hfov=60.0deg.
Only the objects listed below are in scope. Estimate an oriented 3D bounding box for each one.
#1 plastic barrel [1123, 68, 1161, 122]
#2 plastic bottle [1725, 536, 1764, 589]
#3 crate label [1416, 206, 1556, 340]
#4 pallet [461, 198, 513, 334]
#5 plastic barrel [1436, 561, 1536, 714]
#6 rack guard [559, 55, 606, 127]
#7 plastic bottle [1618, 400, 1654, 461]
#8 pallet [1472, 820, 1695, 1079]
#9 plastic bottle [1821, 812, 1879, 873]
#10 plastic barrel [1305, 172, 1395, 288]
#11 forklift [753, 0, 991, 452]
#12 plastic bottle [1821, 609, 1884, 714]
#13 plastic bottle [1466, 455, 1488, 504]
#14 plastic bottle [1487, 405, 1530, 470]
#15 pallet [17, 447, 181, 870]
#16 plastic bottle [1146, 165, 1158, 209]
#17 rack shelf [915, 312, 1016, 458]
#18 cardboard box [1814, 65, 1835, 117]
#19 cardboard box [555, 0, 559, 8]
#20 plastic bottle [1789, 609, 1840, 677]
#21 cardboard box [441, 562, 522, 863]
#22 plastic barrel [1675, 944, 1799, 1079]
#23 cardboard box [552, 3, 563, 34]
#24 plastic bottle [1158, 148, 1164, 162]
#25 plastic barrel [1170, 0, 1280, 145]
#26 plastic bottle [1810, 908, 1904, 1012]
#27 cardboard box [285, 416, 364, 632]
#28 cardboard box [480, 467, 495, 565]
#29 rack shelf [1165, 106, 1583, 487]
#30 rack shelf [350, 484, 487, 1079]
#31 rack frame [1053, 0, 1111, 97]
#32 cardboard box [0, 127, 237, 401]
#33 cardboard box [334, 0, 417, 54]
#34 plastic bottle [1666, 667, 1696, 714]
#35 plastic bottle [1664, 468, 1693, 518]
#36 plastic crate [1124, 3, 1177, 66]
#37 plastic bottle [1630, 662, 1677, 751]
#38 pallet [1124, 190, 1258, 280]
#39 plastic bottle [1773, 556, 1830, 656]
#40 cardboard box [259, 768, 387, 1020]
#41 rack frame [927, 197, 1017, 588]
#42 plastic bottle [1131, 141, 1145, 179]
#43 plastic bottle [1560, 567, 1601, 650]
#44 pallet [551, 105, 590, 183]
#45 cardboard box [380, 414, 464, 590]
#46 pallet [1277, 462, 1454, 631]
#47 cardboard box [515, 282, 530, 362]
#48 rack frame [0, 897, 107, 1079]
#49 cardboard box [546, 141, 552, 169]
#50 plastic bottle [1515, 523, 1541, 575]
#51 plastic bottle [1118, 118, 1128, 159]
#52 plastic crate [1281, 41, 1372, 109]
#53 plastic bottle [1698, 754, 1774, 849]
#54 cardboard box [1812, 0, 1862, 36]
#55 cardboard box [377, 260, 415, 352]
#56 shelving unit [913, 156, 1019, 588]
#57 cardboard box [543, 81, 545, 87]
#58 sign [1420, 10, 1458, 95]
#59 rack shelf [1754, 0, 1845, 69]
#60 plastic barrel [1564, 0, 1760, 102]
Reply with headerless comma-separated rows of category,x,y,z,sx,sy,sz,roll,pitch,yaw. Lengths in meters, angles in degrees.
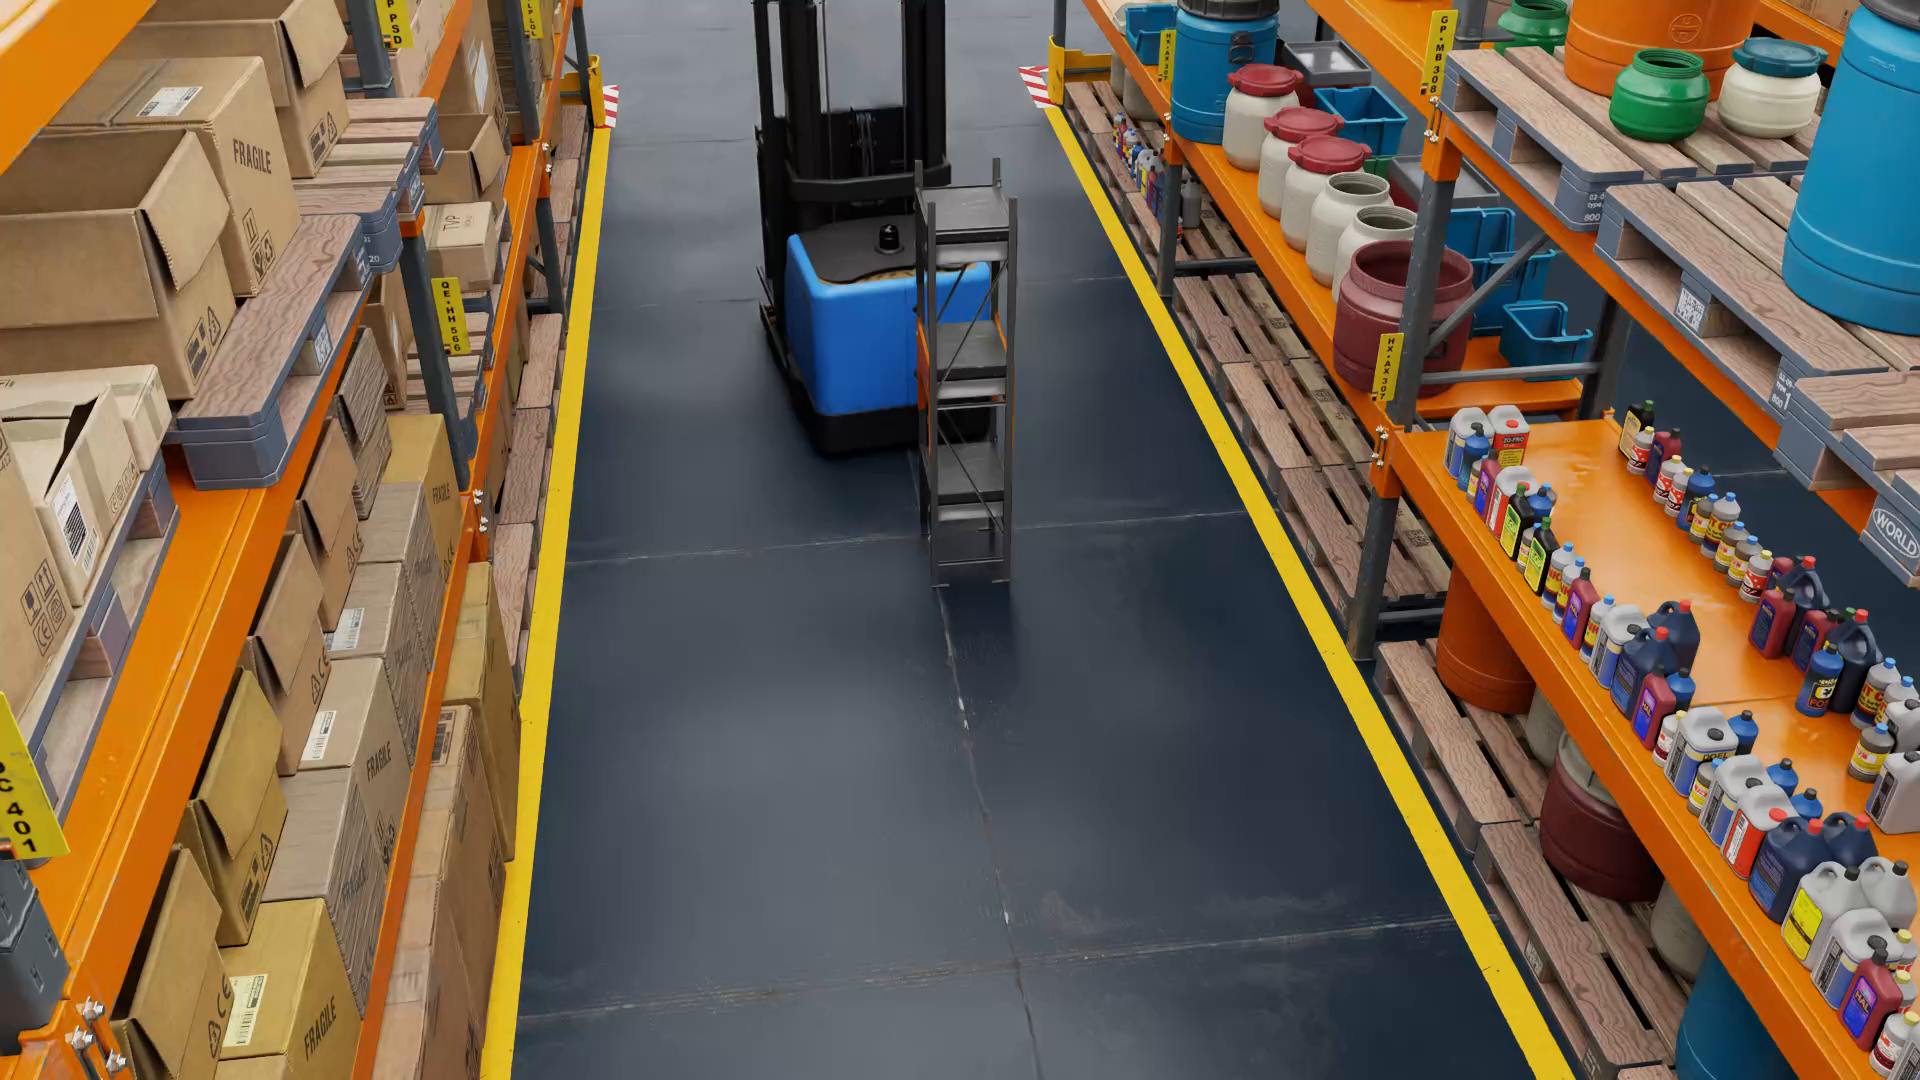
plastic barrel,1.539,-3.688,13.464,0.421,0.512,0.421,0,34,0
plastic bottle,2.968,0.076,6.280,0.097,0.201,0.097,0,34,0
crate label,2.518,-1.309,8.105,0.502,0.435,0.616,-4,35,-6
pallet,-2.831,-1.367,8.391,1.003,0.211,1.213,-4,35,-6
plastic barrel,2.466,0.275,7.365,0.600,0.830,0.708,-4,35,-6
rack guard,-3.590,-3.734,13.913,1.175,0.500,0.348,-4,35,-6
plastic bottle,2.861,-0.478,7.020,0.061,0.283,0.133,-4,35,-6
pallet,2.692,1.549,6.419,1.003,0.211,1.213,-4,35,-6
plastic bottle,2.592,0.931,4.893,0.144,0.351,0.185,-4,35,-6
plastic barrel,1.977,-1.559,8.403,0.421,0.512,0.421,0,34,0
forklift,-0.685,-2.540,10.002,1.130,2.935,3.031,-9,35,-12
plastic bottle,3.037,0.401,5.670,0.144,0.351,0.185,-4,35,-6
plastic bottle,2.123,-0.251,6.759,0.097,0.201,0.097,0,34,0
plastic bottle,2.272,-0.414,6.933,0.152,0.276,0.135,-4,35,-6
pallet,-2.159,0.219,3.400,0.805,0.209,1.217,-6,35,-8
plastic bottle,1.384,-2.544,11.969,0.061,0.283,0.133,-2,34,-3
rack shelf,0.022,-0.764,8.159,0.431,0.518,0.480,-4,35,-6
cardboard box,6.420,-3.194,12.305,0.500,0.500,0.500,-4,35,-6
cardboard box,-3.343,-4.112,11.896,0.875,0.500,0.500,-4,35,-6
plastic bottle,2.997,0.342,5.817,0.061,0.283,0.133,-4,35,-6
cardboard box,-2.452,0.746,6.633,1.225,0.875,0.875,-6,35,-9
plastic barrel,2.770,1.506,5.496,0.600,0.901,0.708,-4,35,-6
cardboard box,-3.052,-3.733,11.915,0.380,0.149,0.250,-4,35,-6
plastic bottle,1.492,-2.735,12.250,0.061,0.283,0.133,-4,35,-6
plastic barrel,1.597,-2.921,10.055,0.600,0.901,0.708,-4,35,-6
plastic bottle,2.499,1.164,4.617,0.152,0.276,0.135,-4,35,-6
cardboard box,-2.357,-0.027,5.276,0.797,0.503,0.637,-4,34,-5
cardboard box,-2.722,-0.174,8.300,0.700,0.500,0.500,-7,35,-10
rack shelf,2.115,-1.539,9.112,1.077,0.370,4.000,-4,35,-6
rack shelf,-2.255,1.069,5.286,1.077,0.370,4.000,-4,35,-6
rack frame,1.308,-5.184,13.822,1.000,3.000,0.127,-4,35,-6
cardboard box,-2.228,-0.662,4.058,0.797,0.503,0.637,-5,35,-7
cardboard box,-2.333,-2.114,6.121,0.500,0.500,0.500,-4,34,-6
plastic bottle,2.382,0.539,5.539,0.097,0.271,0.097,0,34,0
plastic bottle,2.902,-0.195,6.678,0.097,0.201,0.097,0,34,0
plastic crate,1.428,-3.487,11.465,0.499,0.251,0.616,-4,35,-6
plastic bottle,2.306,0.550,5.512,0.061,0.283,0.133,-4,35,-6
pallet,1.797,-2.178,11.886,1.003,0.211,1.213,-4,35,-6
plastic bottle,2.995,0.224,5.930,0.144,0.351,0.185,-4,35,-6
cardboard box,-1.936,1.011,4.643,0.500,0.500,0.500,-5,35,-7
rack frame,0.055,-0.639,7.952,0.400,2.100,0.015,-4,35,-6
plastic bottle,1.330,-2.843,12.419,0.097,0.271,0.097,0,34,0
plastic bottle,2.232,0.243,5.963,0.061,0.283,0.133,-4,35,-6
pallet,-3.516,-3.158,13.325,1.003,0.211,1.213,-4,35,-6
cardboard box,-2.212,-0.129,6.316,0.500,0.500,0.500,-3,34,-5
pallet,2.318,-0.003,8.695,1.003,0.211,1.213,-4,35,-6
cardboard box,-3.001,-1.381,10.071,0.700,0.500,0.500,-7,35,-10
rack frame,-1.986,1.887,3.445,1.000,3.000,0.127,-4,35,-6
cardboard box,-3.353,-2.918,12.344,0.500,0.500,0.500,-1,34,-2
plastic bottle,2.190,0.028,6.351,0.097,0.201,0.097,0,34,0
plastic bottle,1.255,-3.080,12.756,0.061,0.283,0.133,-4,34,-6
plastic crate,2.214,-2.731,10.166,0.402,0.464,0.583,-4,35,-6
plastic bottle,2.413,0.808,5.140,0.152,0.276,0.135,-4,35,-6
cardboard box,6.611,-3.907,11.860,0.700,0.500,0.500,-5,35,-7
cardboard box,-2.811,-1.162,7.458,0.700,0.500,0.500,0,34,1
shelving unit,0.022,-0.775,8.152,0.431,2.100,0.503,-4,35,-6
cardboard box,-2.875,-2.894,10.684,0.380,0.149,0.250,-4,35,-6
sign,1.839,-1.870,6.389,0.100,0.325,0.005,-4,35,-6
rack shelf,6.486,-4.144,12.934,1.077,0.370,4.000,-4,35,-6
plastic barrel,2.457,-1.993,5.722,0.600,0.830,0.708,-4,35,-6
